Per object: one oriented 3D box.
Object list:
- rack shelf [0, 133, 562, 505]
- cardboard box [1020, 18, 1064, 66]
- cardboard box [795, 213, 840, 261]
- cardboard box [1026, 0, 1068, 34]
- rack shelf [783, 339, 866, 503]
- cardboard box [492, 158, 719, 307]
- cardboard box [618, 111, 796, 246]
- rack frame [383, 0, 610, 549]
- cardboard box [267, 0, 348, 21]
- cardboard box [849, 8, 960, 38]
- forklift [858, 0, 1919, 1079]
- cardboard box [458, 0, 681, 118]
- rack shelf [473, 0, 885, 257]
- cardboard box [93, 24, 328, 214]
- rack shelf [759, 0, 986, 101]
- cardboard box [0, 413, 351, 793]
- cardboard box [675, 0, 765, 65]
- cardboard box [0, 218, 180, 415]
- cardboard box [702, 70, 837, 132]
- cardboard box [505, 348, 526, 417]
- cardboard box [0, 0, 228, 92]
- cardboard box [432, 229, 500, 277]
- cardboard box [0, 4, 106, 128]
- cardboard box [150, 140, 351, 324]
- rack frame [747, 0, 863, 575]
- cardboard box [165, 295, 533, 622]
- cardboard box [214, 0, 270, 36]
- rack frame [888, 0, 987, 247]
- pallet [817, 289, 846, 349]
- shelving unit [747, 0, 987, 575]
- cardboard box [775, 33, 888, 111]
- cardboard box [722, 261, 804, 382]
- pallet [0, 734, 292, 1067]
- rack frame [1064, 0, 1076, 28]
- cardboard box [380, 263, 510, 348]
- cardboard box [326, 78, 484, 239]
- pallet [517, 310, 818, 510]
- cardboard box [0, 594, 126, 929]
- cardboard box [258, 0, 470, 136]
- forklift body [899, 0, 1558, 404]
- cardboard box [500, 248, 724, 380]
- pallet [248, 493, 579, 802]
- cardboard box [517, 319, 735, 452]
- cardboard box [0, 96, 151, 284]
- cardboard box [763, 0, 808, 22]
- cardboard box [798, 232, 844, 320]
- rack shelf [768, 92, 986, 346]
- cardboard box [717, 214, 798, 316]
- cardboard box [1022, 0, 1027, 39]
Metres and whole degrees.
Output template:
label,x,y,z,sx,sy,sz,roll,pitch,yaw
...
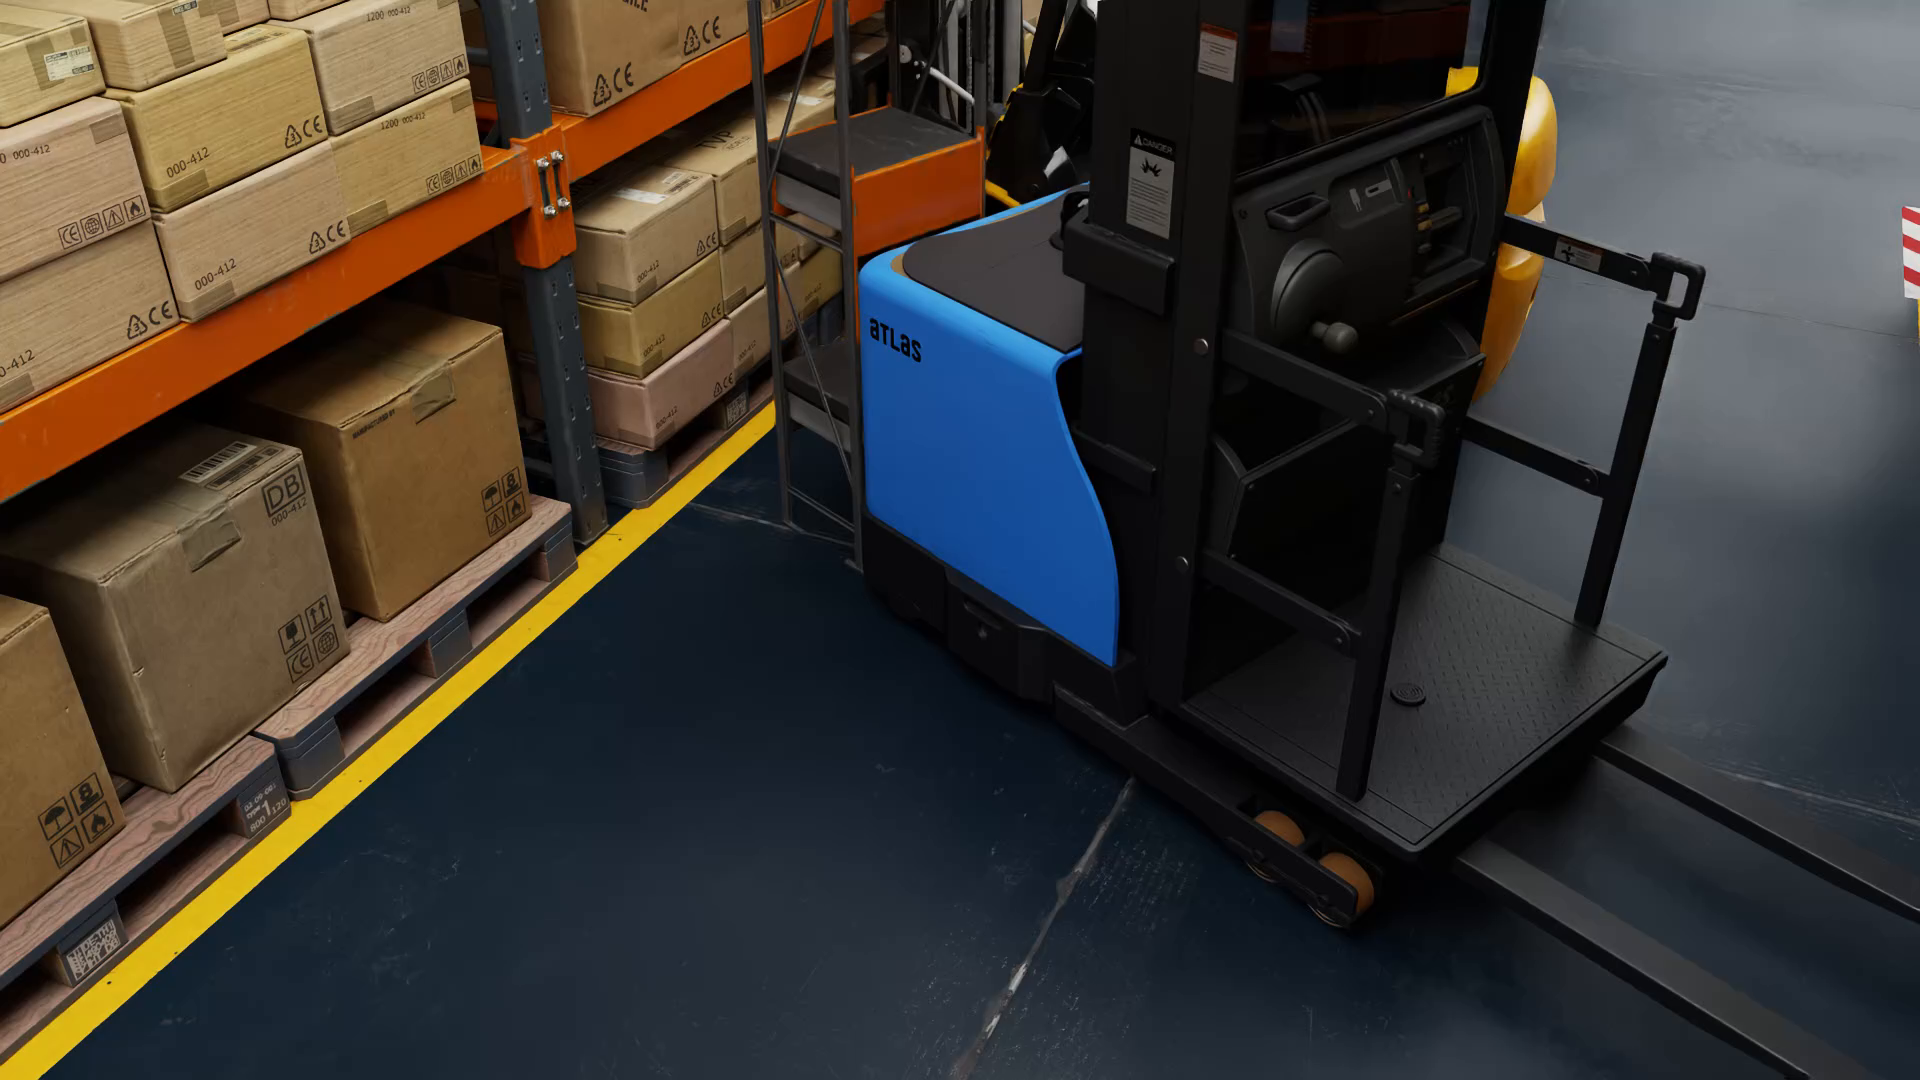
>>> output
label,x,y,z,sx,sy,sz,roll,pitch,yaw
rack shelf,-2.433,-0.076,3.286,1.077,0.370,4.000,14,36,20
cardboard box,0.157,-2.286,7.669,0.500,0.250,0.500,14,36,20
cardboard box,-0.684,-1.277,6.130,0.500,0.250,0.500,14,36,20
cardboard box,0.167,-2.508,7.552,0.500,0.250,0.500,15,36,22
rack shelf,-0.247,-0.347,5.165,0.480,0.518,0.431,-27,42,-34
cardboard box,-1.109,-0.986,5.230,0.500,0.250,0.500,14,36,20
cardboard box,-0.886,-1.238,5.615,0.500,0.250,0.500,14,36,21
rack frame,-1.597,-1.373,4.608,1.000,3.000,0.127,14,36,20
cardboard box,-1.629,-1.332,3.863,0.380,0.149,0.250,14,36,20
cardboard box,-0.243,-1.999,6.775,0.500,0.250,0.500,15,36,21
forklift,1.066,-0.644,3.559,1.130,2.935,3.031,-26,41,-34
cardboard box,-1.174,-1.576,4.826,0.500,0.500,0.500,13,35,19
rack shelf,-0.760,-2.068,6.324,1.077,0.370,4.000,14,36,20
cardboard box,-1.779,-0.958,3.656,0.500,0.250,0.500,13,36,19
rack shelf,-0.247,-1.518,4.398,0.480,0.518,0.431,-27,42,-34
cardboard box,-2.136,0.092,4.157,0.875,0.625,0.625,14,36,20
cardboard box,-0.971,-1.839,5.228,0.500,0.500,0.500,15,36,21
cardboard box,-2.011,-0.507,3.424,0.500,0.250,0.500,14,36,21
cardboard box,-0.688,-1.488,5.997,0.500,0.250,0.500,15,36,22
cardboard box,-1.577,-0.687,5.686,0.500,0.250,0.500,15,36,21
cardboard box,-1.769,-1.061,3.449,0.380,0.149,0.250,13,35,19
cardboard box,-1.566,-1.106,5.414,0.500,0.250,0.500,15,36,21
cardboard box,-1.936,-0.945,3.272,0.380,0.149,0.250,13,36,19
cardboard box,-1.775,-0.747,3.791,0.500,0.250,0.500,14,36,20
rack frame,-0.427,-0.853,4.636,0.015,2.100,0.400,-27,42,-34
cardboard box,-1.805,-0.293,4.744,0.875,0.625,0.625,16,36,23
cardboard box,-1.780,-1.222,3.696,0.380,0.149,0.250,14,36,20
rack frame,-0.067,-1.034,4.912,0.015,2.100,0.400,-27,42,-34
pallet,-0.717,-1.203,6.892,1.003,0.211,1.213,14,36,20
shelving unit,-0.247,-0.944,4.774,0.503,2.100,0.431,-27,42,-34
cardboard box,-0.462,-1.748,6.393,0.500,0.250,0.500,13,36,20
cardboard box,-0.895,-0.820,5.889,0.500,0.250,0.500,13,36,19
pallet,-2.379,0.779,3.869,1.003,0.211,1.213,14,36,20
rack frame,0.077,-3.365,7.646,1.000,3.000,0.127,14,36,20
cardboard box,-1.579,-0.897,5.551,0.500,0.250,0.500,13,36,19
cardboard box,-1.570,-0.999,4.175,0.500,0.250,0.500,15,36,22
pallet,-1.226,-0.593,5.962,1.003,0.211,1.213,14,36,20
cardboard box,-2.449,0.467,3.585,0.875,0.625,0.625,13,35,19
cardboard box,-1.570,-1.216,4.050,0.500,0.250,0.500,13,36,19
forklift body,0.941,-1.647,5.800,2.313,2.155,1.214,14,36,20
cardboard box,-1.114,-0.778,5.369,0.500,0.250,0.500,14,36,20
pallet,-1.869,0.169,4.799,1.003,0.211,1.213,14,36,20
cardboard box,-1.094,-0.563,5.498,0.500,0.250,0.500,15,36,21
cardboard box,-1.998,-0.705,3.270,0.500,0.250,0.500,15,36,21
cardboard box,-0.760,-2.091,5.613,0.500,0.500,0.500,14,36,20
cardboard box,-0.694,-1.079,6.285,0.500,0.250,0.500,15,36,21
rack shelf,-0.247,-0.932,4.782,0.480,0.518,0.431,-27,42,-34
cardboard box,-0.905,-1.029,5.752,0.500,0.250,0.500,14,36,20
cardboard box,-0.041,-2.252,7.162,0.500,0.250,0.500,15,36,21
